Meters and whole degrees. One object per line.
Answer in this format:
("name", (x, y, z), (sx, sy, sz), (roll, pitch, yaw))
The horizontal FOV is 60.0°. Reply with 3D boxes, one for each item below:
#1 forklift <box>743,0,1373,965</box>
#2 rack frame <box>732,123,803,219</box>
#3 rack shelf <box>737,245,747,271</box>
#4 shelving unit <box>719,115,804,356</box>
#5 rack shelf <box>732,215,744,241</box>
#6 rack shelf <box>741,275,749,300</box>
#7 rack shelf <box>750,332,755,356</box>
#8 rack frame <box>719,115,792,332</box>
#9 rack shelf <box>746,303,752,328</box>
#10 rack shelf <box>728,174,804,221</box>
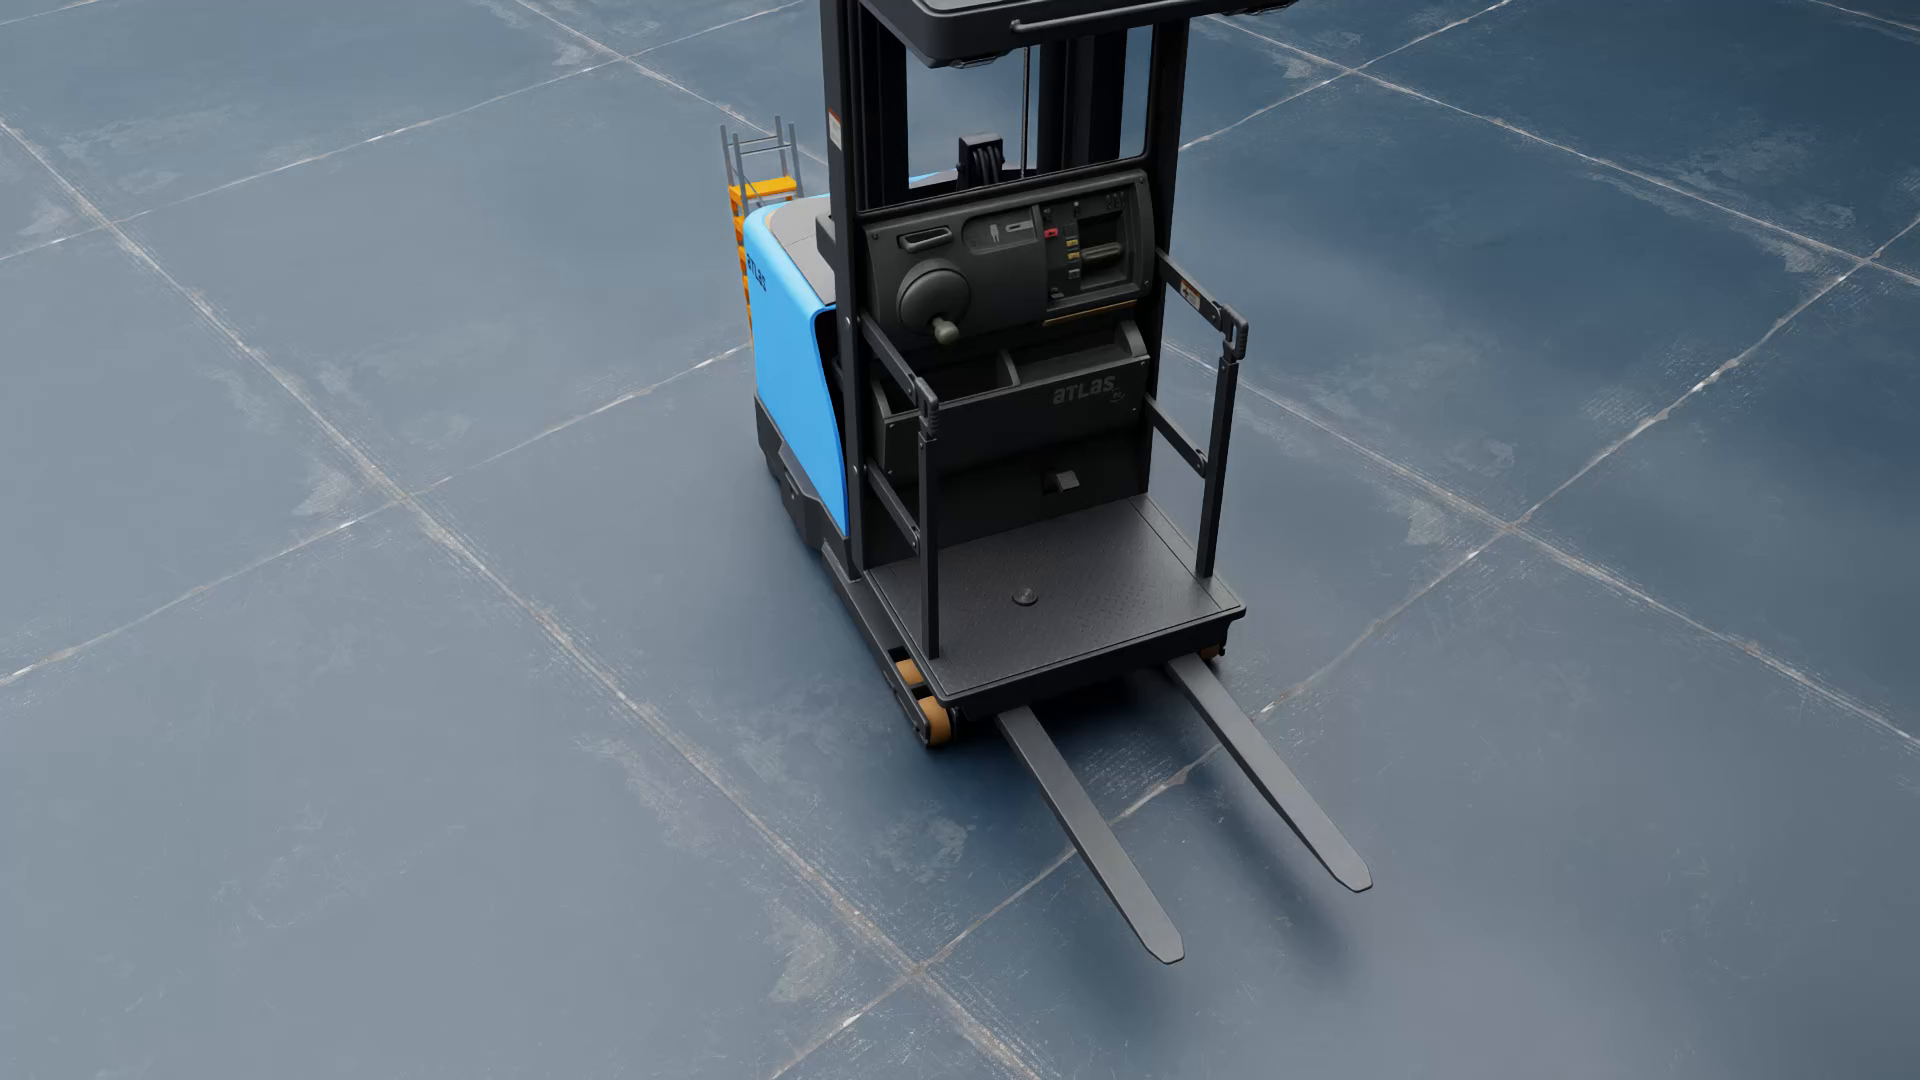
("forklift", (0.253, -0.778, 4.881), (1.130, 2.935, 3.031), (-15, 41, -18))
("rack frame", (-0.685, -1.009, 6.500), (0.240, 1.200, 0.006), (-15, 27, -17))
("rack shelf", (-0.726, -1.112, 6.544), (0.258, 0.103, 0.180), (-15, 27, -17))
("shelving unit", (-0.719, -1.044, 6.578), (0.258, 1.200, 0.189), (-15, 27, -17))
("rack shelf", (-0.737, -1.219, 6.491), (0.258, 0.103, 0.180), (-15, 27, -17))
("rack shelf", (-0.715, -1.004, 6.597), (0.258, 0.103, 0.180), (-15, 27, -17))
("rack shelf", (-0.693, -0.790, 6.703), (0.258, 0.103, 0.180), (-15, 27, -17))
("rack frame", (-0.754, -1.079, 6.655), (0.240, 1.200, 0.006), (-15, 27, -17))
("rack shelf", (-0.704, -0.897, 6.650), (0.258, 0.103, 0.180), (-15, 27, -17))
("rack shelf", (-0.748, -1.326, 6.439), (0.258, 0.103, 0.180), (-15, 27, -17))
